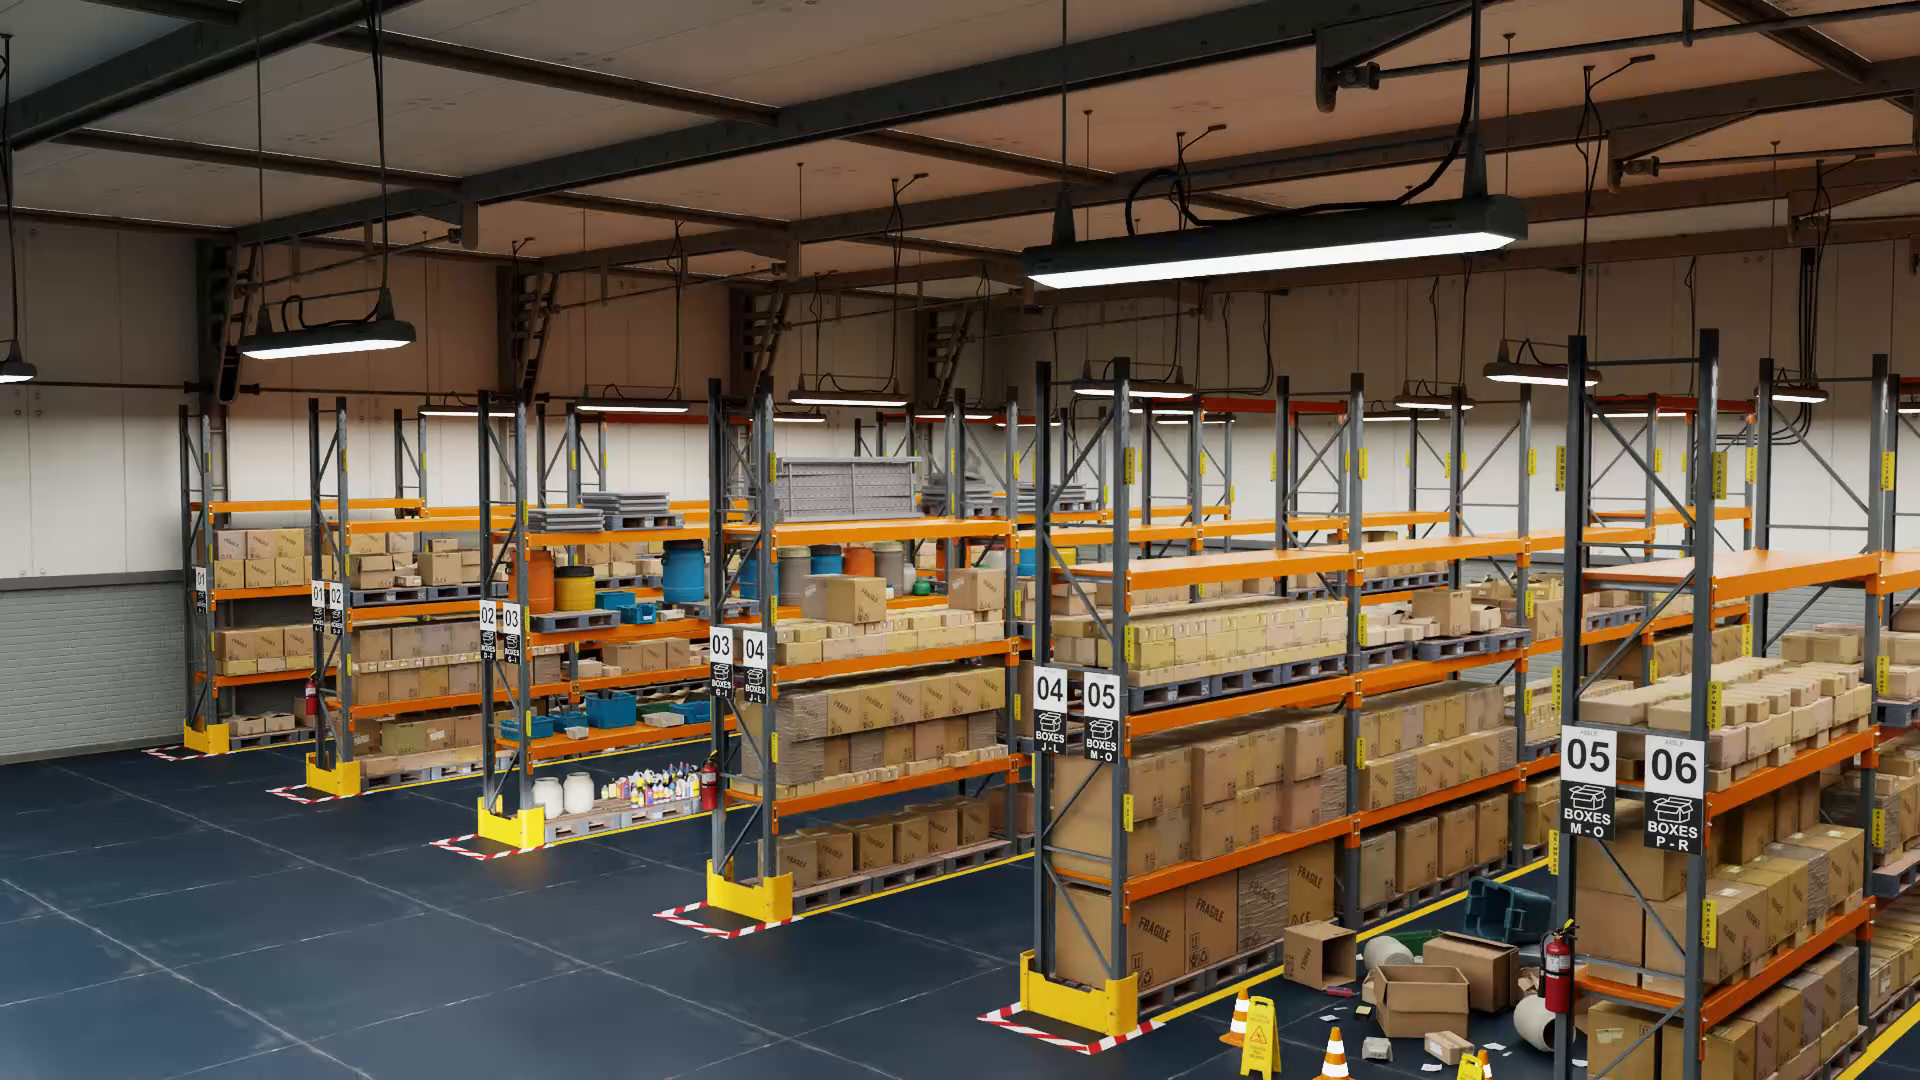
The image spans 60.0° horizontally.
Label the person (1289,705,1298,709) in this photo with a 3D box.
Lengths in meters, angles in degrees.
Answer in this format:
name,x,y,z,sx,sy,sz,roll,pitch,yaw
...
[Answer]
name,x,y,z,sx,sy,sz,roll,pitch,yaw
person,4.614,3.126,23.316,0.593,1.606,0.574,2,4,35
